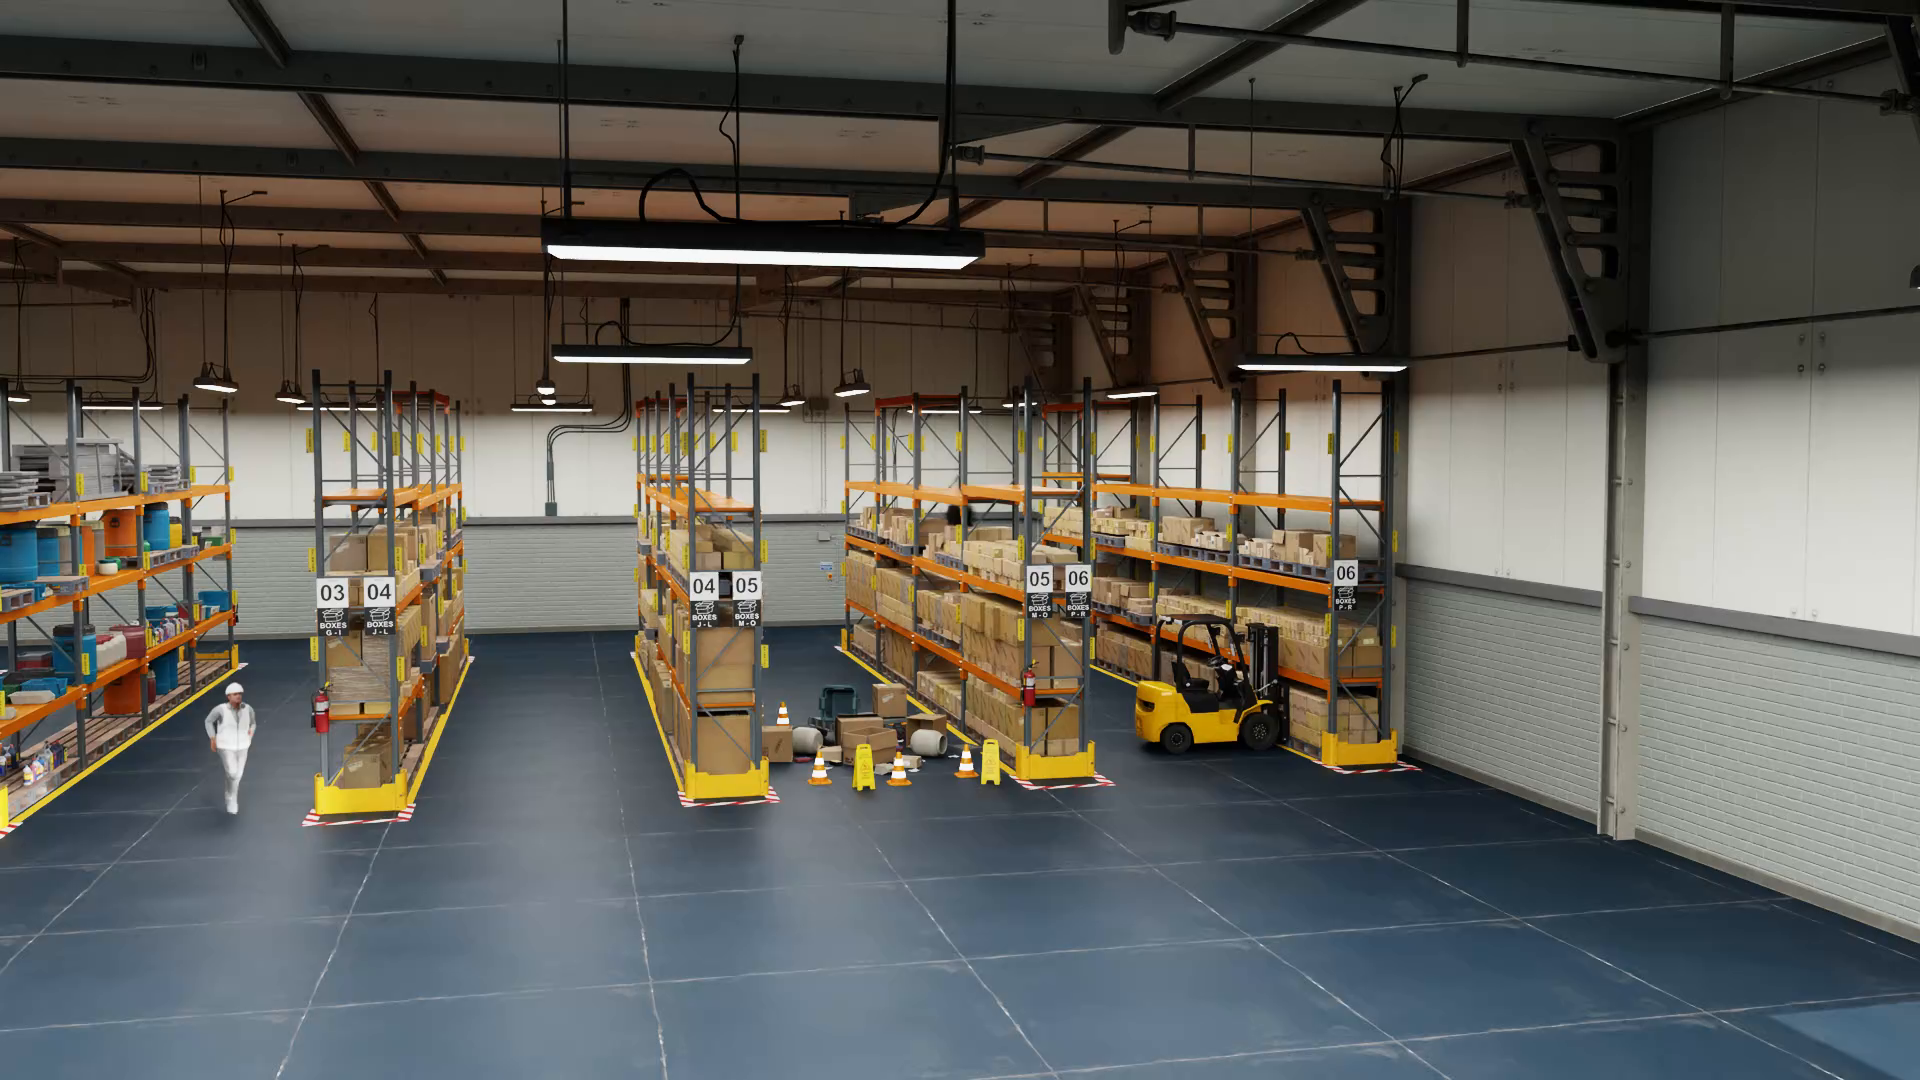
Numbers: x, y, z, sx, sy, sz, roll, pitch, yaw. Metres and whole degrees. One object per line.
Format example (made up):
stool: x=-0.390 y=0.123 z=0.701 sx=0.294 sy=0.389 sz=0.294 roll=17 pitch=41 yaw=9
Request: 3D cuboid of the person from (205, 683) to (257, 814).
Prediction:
person: x=-9.904 y=2.832 z=22.652 sx=0.608 sy=1.789 sz=0.834 roll=-3 pitch=5 yaw=-44
